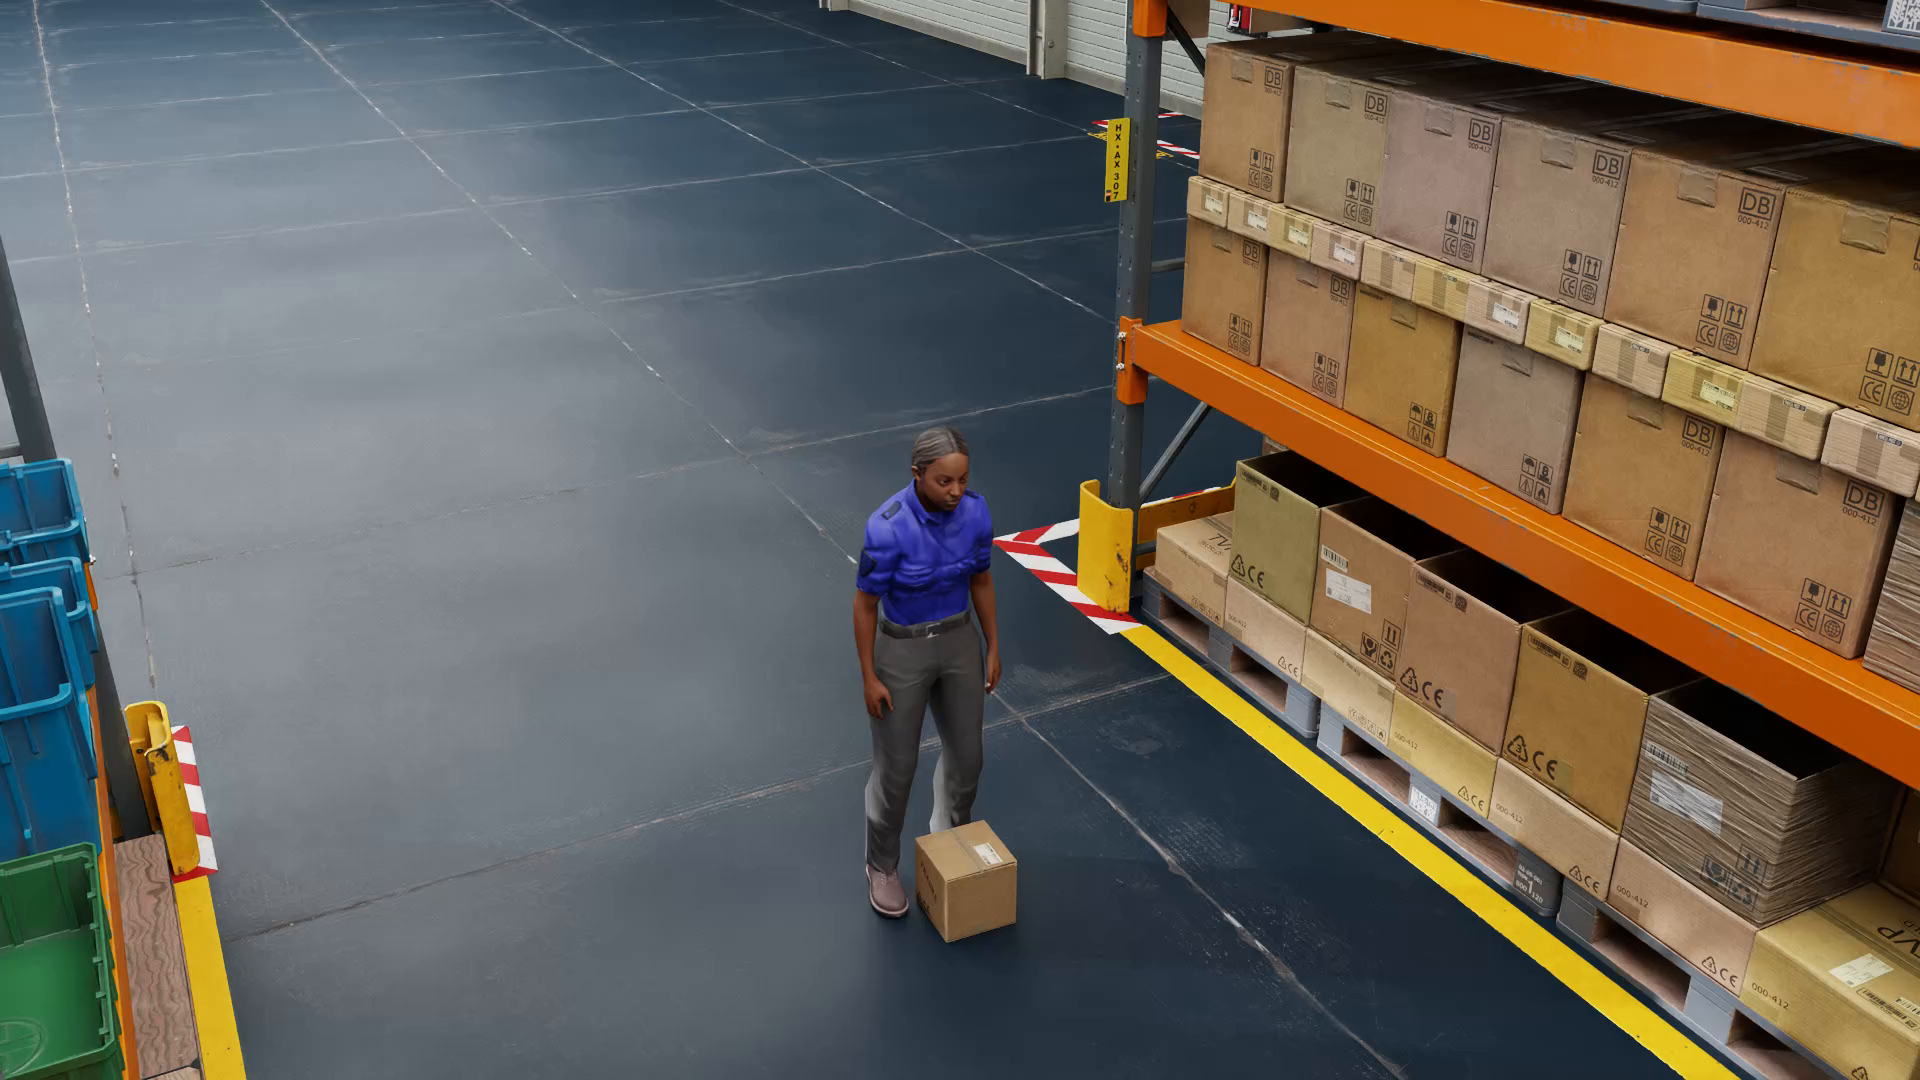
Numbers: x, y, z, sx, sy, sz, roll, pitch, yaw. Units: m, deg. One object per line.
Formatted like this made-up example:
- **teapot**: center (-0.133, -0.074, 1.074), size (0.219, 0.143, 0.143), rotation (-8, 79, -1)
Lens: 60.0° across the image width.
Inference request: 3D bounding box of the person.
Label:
- **person**: center (-0.102, 0.391, 5.303), size (0.506, 1.655, 0.346), rotation (-13, 28, -25)
